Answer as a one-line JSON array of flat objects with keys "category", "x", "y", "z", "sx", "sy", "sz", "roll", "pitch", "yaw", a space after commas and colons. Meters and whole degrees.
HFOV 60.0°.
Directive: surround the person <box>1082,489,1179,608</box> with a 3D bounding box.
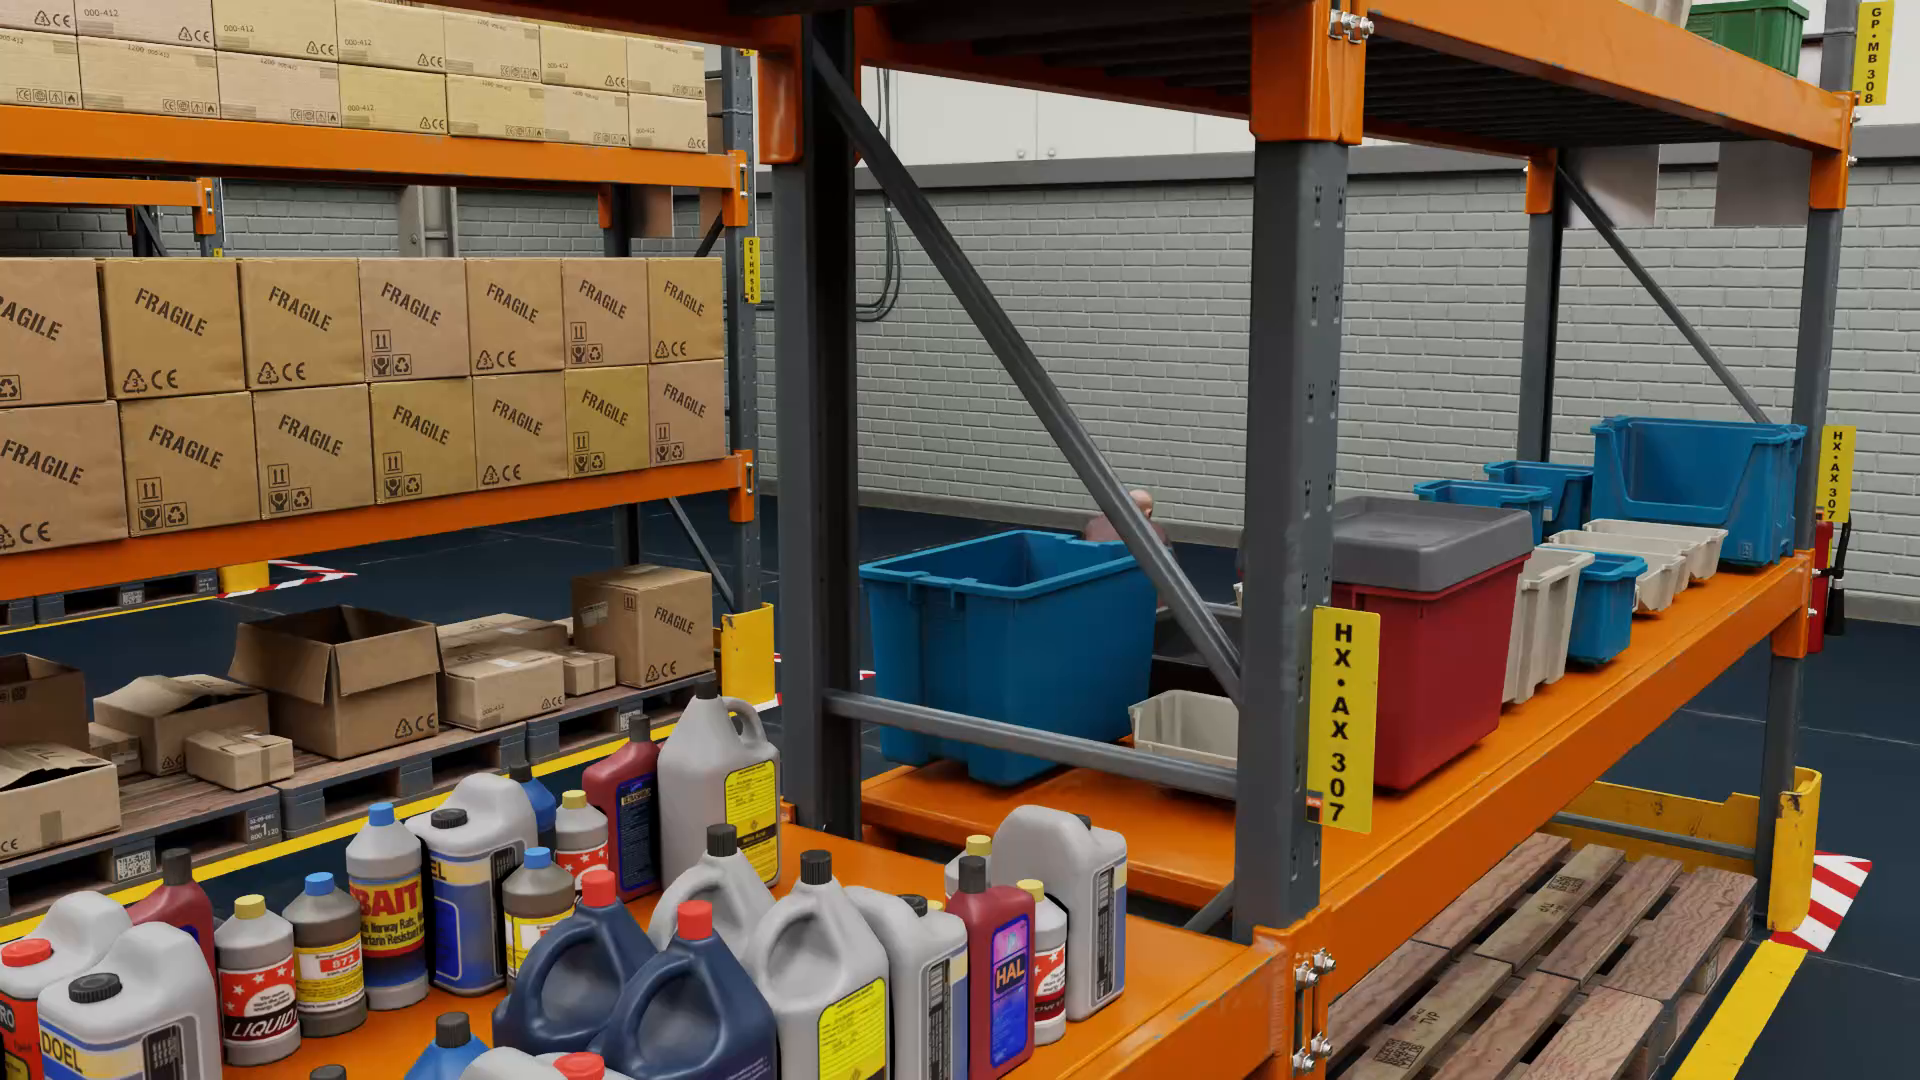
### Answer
[{"category": "person", "x": 0.934, "y": 0.289, "z": 9.399, "sx": 0.600, "sy": 0.891, "sz": 0.895, "roll": 7, "pitch": 12, "yaw": 36}]
